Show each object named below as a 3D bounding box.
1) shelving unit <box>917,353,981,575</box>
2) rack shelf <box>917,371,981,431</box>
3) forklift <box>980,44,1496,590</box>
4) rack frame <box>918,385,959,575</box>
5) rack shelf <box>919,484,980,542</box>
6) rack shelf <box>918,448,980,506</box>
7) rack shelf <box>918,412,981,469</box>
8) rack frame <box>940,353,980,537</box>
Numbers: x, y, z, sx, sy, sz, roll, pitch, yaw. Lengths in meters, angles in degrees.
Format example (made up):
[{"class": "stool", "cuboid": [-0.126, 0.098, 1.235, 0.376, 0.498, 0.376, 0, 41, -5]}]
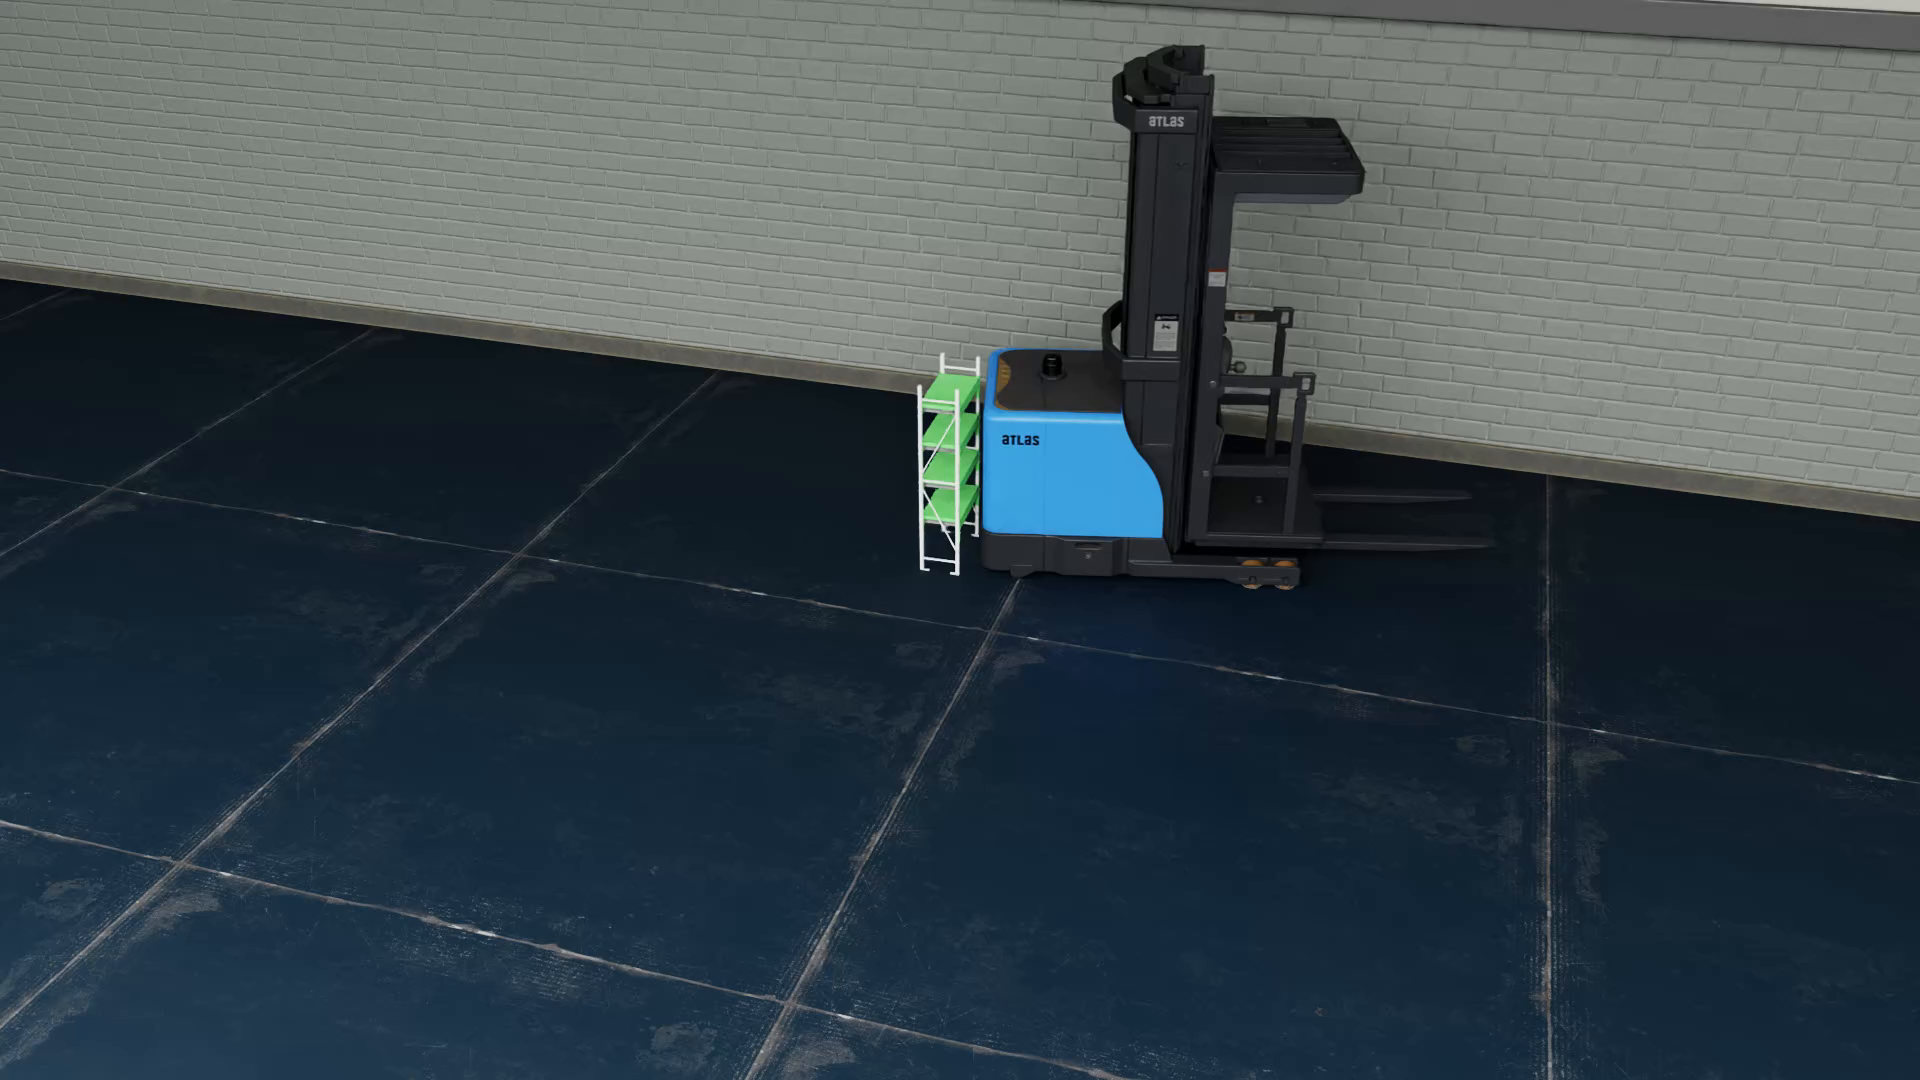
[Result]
[{"class": "shelving unit", "cuboid": [-0.061, -0.447, 9.855, 0.258, 1.200, 0.503, 7, 30, 13]}, {"class": "rack shelf", "cuboid": [-0.061, -0.811, 9.652, 0.258, 0.148, 0.480, 7, 30, 13]}, {"class": "forklift", "cuboid": [1.655, -1.257, 9.529, 3.031, 2.935, 1.130, 2, 29, 3]}, {"class": "rack frame", "cuboid": [-0.121, -0.332, 9.648, 0.240, 1.200, 0.015, 7, 30, 13]}, {"class": "rack shelf", "cuboid": [-0.061, -0.182, 10.002, 0.258, 0.148, 0.480, 7, 30, 13]}, {"class": "rack shelf", "cuboid": [-0.061, -0.391, 9.886, 0.258, 0.148, 0.480, 7, 30, 13]}, {"class": "rack shelf", "cuboid": [-0.061, -0.601, 9.769, 0.258, 0.148, 0.480, 7, 30, 13]}, {"class": "rack frame", "cuboid": [0.000, -0.562, 10.061, 0.240, 1.200, 0.015, 7, 30, 13]}]
